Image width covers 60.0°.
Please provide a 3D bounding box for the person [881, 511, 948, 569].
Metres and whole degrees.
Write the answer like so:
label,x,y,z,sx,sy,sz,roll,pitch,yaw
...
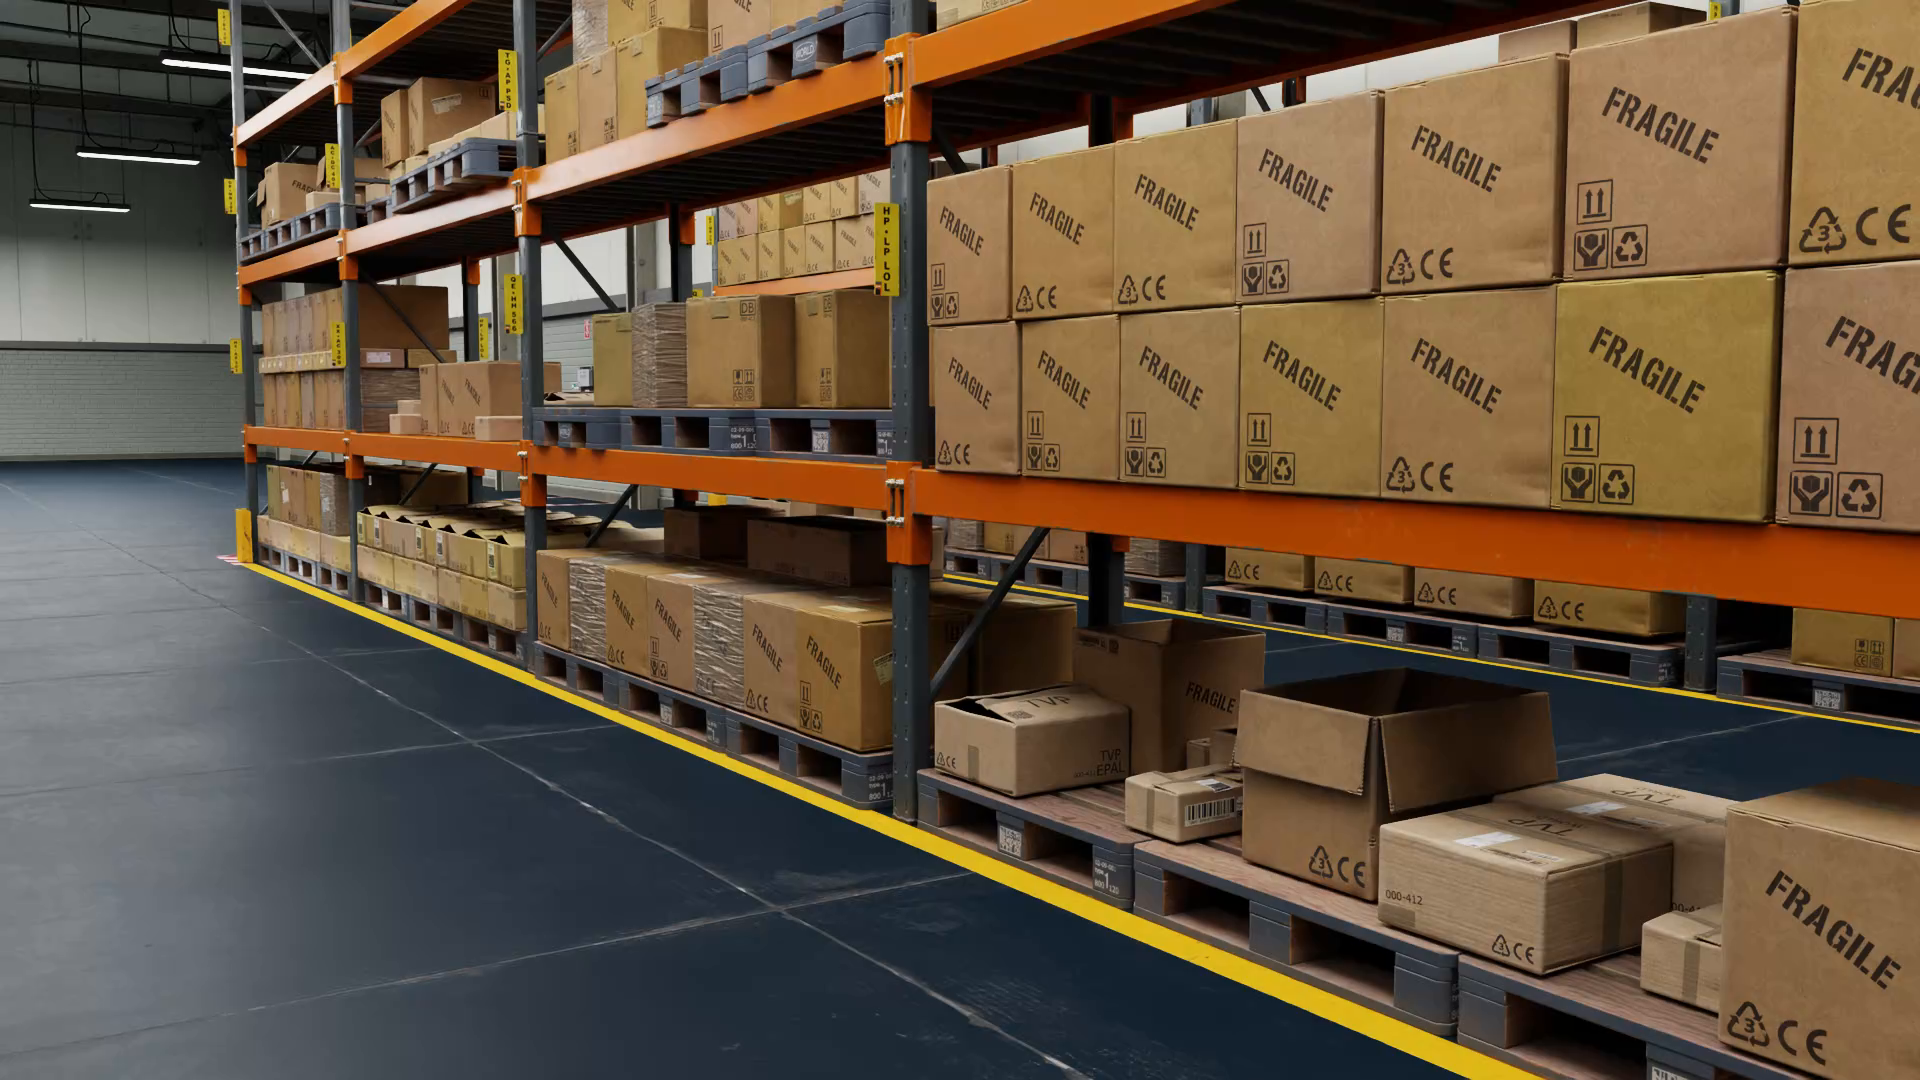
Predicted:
label,x,y,z,sx,sy,sz,roll,pitch,yaw
person,-0.272,-0.096,9.686,0.436,1.679,0.341,-3,6,-33
